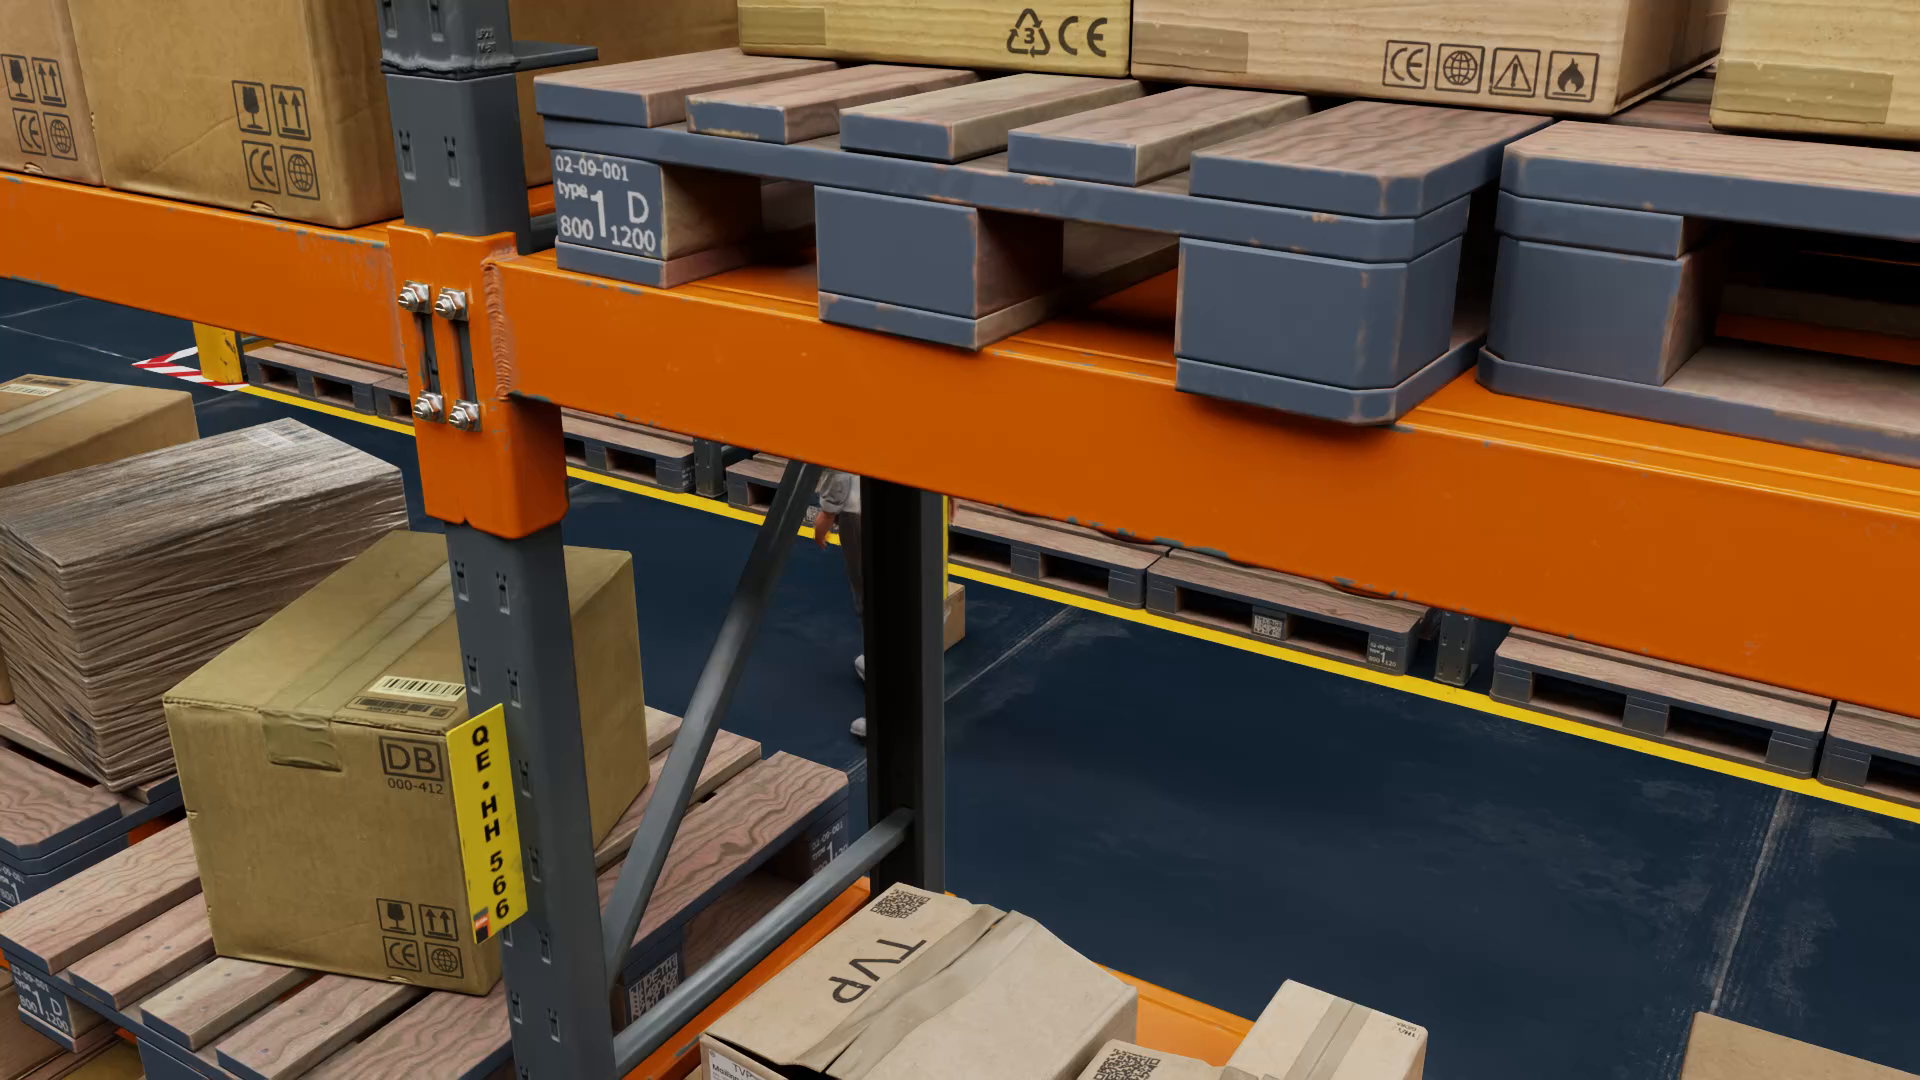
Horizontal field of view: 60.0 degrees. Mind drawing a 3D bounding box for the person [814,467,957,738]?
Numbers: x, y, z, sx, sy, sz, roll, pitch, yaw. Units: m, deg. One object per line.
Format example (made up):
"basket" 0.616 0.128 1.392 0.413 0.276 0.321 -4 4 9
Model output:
"person" -0.284 -0.156 6.394 0.583 1.775 0.636 18 29 36
